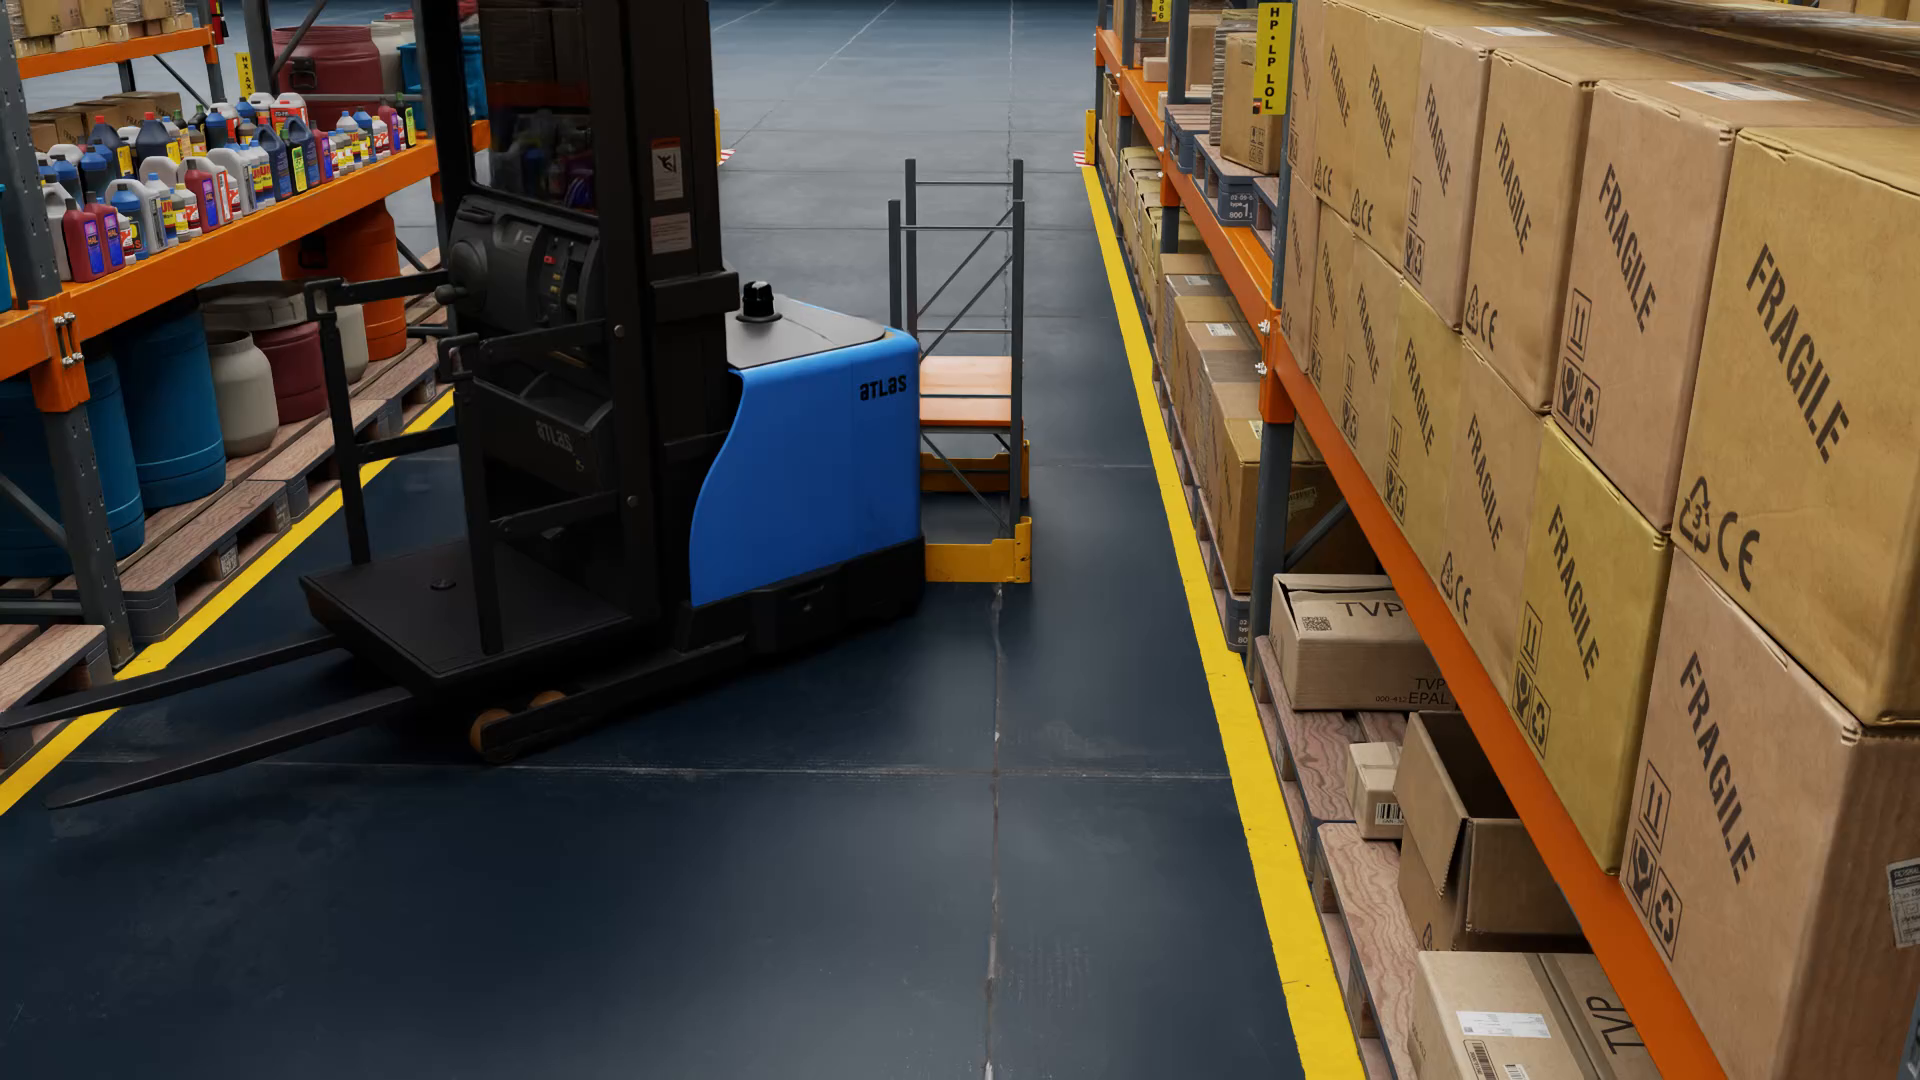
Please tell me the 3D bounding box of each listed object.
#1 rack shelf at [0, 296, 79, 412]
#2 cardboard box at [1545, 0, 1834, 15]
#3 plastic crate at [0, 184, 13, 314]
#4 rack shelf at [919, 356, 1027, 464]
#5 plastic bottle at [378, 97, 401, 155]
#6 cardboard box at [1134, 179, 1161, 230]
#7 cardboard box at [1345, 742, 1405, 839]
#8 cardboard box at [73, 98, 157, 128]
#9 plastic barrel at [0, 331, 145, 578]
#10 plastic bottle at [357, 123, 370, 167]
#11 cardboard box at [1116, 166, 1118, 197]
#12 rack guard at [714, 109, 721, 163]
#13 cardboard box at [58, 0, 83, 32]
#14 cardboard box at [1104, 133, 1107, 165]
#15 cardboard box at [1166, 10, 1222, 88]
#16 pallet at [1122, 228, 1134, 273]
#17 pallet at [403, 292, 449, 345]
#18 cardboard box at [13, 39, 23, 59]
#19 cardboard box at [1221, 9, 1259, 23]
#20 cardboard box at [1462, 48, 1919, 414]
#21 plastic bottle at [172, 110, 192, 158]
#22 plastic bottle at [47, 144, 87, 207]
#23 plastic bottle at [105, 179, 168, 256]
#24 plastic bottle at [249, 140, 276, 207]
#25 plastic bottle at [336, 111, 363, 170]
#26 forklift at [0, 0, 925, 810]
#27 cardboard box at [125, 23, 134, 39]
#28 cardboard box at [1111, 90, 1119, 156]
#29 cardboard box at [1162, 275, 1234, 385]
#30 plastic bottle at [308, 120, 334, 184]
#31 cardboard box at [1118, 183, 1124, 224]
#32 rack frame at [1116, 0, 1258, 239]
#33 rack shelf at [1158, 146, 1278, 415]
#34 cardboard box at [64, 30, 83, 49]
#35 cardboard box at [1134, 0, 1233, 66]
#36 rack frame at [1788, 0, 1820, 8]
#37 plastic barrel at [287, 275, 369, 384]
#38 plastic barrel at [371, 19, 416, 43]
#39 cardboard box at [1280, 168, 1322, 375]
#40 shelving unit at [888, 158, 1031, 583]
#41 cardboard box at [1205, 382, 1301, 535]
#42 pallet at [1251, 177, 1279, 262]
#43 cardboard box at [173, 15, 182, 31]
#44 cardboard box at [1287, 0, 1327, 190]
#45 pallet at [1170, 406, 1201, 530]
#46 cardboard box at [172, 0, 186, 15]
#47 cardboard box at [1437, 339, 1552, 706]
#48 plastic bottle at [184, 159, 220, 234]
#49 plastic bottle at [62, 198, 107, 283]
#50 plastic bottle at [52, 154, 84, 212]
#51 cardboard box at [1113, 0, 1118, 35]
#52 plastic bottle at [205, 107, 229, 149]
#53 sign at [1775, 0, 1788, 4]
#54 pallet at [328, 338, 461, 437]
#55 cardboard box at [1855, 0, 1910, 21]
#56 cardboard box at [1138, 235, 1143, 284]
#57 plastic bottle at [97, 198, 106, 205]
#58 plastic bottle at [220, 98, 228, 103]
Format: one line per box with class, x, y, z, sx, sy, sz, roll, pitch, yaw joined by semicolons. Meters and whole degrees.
rack shelf;-3.513;0.094;3.634;1.077;0.370;4.000;1;21;2
cardboard box;1.729;-1.050;4.069;0.500;0.500;0.500;0;21;1
plastic crate;-3.125;-0.812;4.915;0.392;0.384;0.575;1;21;2
rack shelf;0.003;-0.562;6.902;0.538;0.185;1.000;1;21;2
plastic bottle;-2.923;-2.122;8.512;0.061;0.283;0.133;1;21;2
cardboard box;1.435;-2.274;11.188;0.500;0.311;0.500;1;21;3
cardboard box;1.253;0.669;4.465;0.380;0.166;0.250;1;21;2
cardboard box;-8.058;-3.946;15.927;0.500;0.500;0.500;6;22;16
plastic barrel;-3.419;-0.378;6.178;0.600;0.901;0.708;1;21;2
plastic bottle;-2.954;-1.937;8.148;0.097;0.201;0.097;0;21;0
cardboard box;1.538;-2.885;13.538;0.500;0.250;0.500;1;21;2
rack guard;-3.042;-4.110;16.930;1.175;0.500;0.348;1;21;2
cardboard box;-8.119;-4.621;14.242;0.875;0.500;0.500;1;21;2
cardboard box;1.598;-3.608;15.402;0.500;0.250;0.500;1;21;2
cardboard box;1.686;-3.380;11.454;0.500;0.500;0.500;2;21;6
pallet;1.759;-2.234;12.495;1.003;0.211;1.213;1;21;2
pallet;-3.268;-1.390;10.320;1.003;0.211;1.213;1;21;2
cardboard box;-7.832;-3.959;13.433;0.380;0.149;0.250;1;21;2
cardboard box;1.714;-2.368;8.267;0.700;0.500;0.500;-7;22;-16
cardboard box;1.141;-0.509;2.674;0.500;0.500;0.500;1;21;3
plastic bottle;-3.738;-1.905;7.953;0.061;0.283;0.133;1;21;2
plastic bottle;-3.726;-1.500;6.919;0.152;0.276;0.135;1;21;2
plastic bottle;-3.046;-1.202;6.152;0.152;0.276;0.135;1;21;2
plastic bottle;-2.988;-1.563;7.089;0.097;0.271;0.097;0;21;0
plastic bottle;-2.957;-1.934;8.045;0.097;0.271;0.097;0;21;0
forklift;-1.570;-0.879;5.244;3.031;2.935;1.130;-18;27;-38
cardboard box;-7.862;-4.683;15.299;0.380;0.149;0.250;1;21;2
cardboard box;1.576;-3.596;14.334;0.500;0.500;0.500;1;21;2
cardboard box;1.311;-1.044;8.420;0.500;0.500;0.500;0;21;0
plastic bottle;-2.951;-1.792;7.662;0.061;0.283;0.133;1;21;2
cardboard box;1.482;-2.572;12.731;0.500;0.250;0.500;0;21;0
rack frame;1.742;-3.801;12.679;1.000;3.000;0.127;1;21;2
rack shelf;1.560;-1.296;7.218;1.077;0.370;4.000;1;21;2
cardboard box;-7.839;-4.321;14.366;0.380;0.149;0.250;1;21;2
cardboard box;1.749;-4.008;13.074;0.700;0.500;0.500;0;21;0
rack frame;6.694;-3.748;12.542;1.000;3.000;0.127;1;21;2
plastic barrel;-3.256;-1.064;8.484;0.421;0.512;0.421;0;21;0
plastic barrel;-3.500;-2.989;10.432;0.421;0.512;0.421;0;21;0
cardboard box;1.211;-0.774;4.739;0.500;0.500;0.500;1;21;3
shelving unit;0.002;-0.727;6.829;0.587;1.500;1.083;1;21;2
cardboard box;1.251;-0.309;6.525;0.500;0.500;0.500;1;21;2
pallet;1.632;-1.107;6.000;1.003;0.211;1.213;1;21;2
cardboard box;-7.848;-5.045;16.232;0.380;0.149;0.250;1;21;2
cardboard box;1.203;-1.254;4.594;0.500;0.500;0.500;1;21;3
pallet;1.520;-0.345;7.627;1.003;0.211;1.213;1;21;2
cardboard box;-8.082;-5.344;16.107;0.875;0.500;0.500;1;21;2
cardboard box;1.152;-0.042;2.852;0.500;0.500;0.500;1;21;2
plastic bottle;-2.988;-1.359;6.546;0.061;0.283;0.133;1;21;2
plastic bottle;-3.015;-1.038;5.719;0.061;0.283;0.133;1;21;2
plastic bottle;-3.608;-1.419;6.717;0.097;0.271;0.097;0;21;0
cardboard box;1.837;-5.125;15.953;0.700;0.500;0.500;1;21;2
plastic bottle;-3.651;-1.988;8.184;0.097;0.271;0.097;0;21;0
sign;6.151;-4.155;12.393;0.100;0.325;0.005;1;21;2
pallet;-3.313;-0.825;8.864;1.003;0.211;1.213;1;21;2
cardboard box;6.620;-3.614;11.450;0.700;0.500;0.500;3;21;7
cardboard box;1.423;-1.830;10.819;0.500;0.250;0.500;1;21;3
plastic bottle;-3.171;-1.162;6.151;0.097;0.201;0.097;0;21;0
plastic bottle;-3.722;-2.085;8.417;0.061;0.283;0.133;1;21;2
